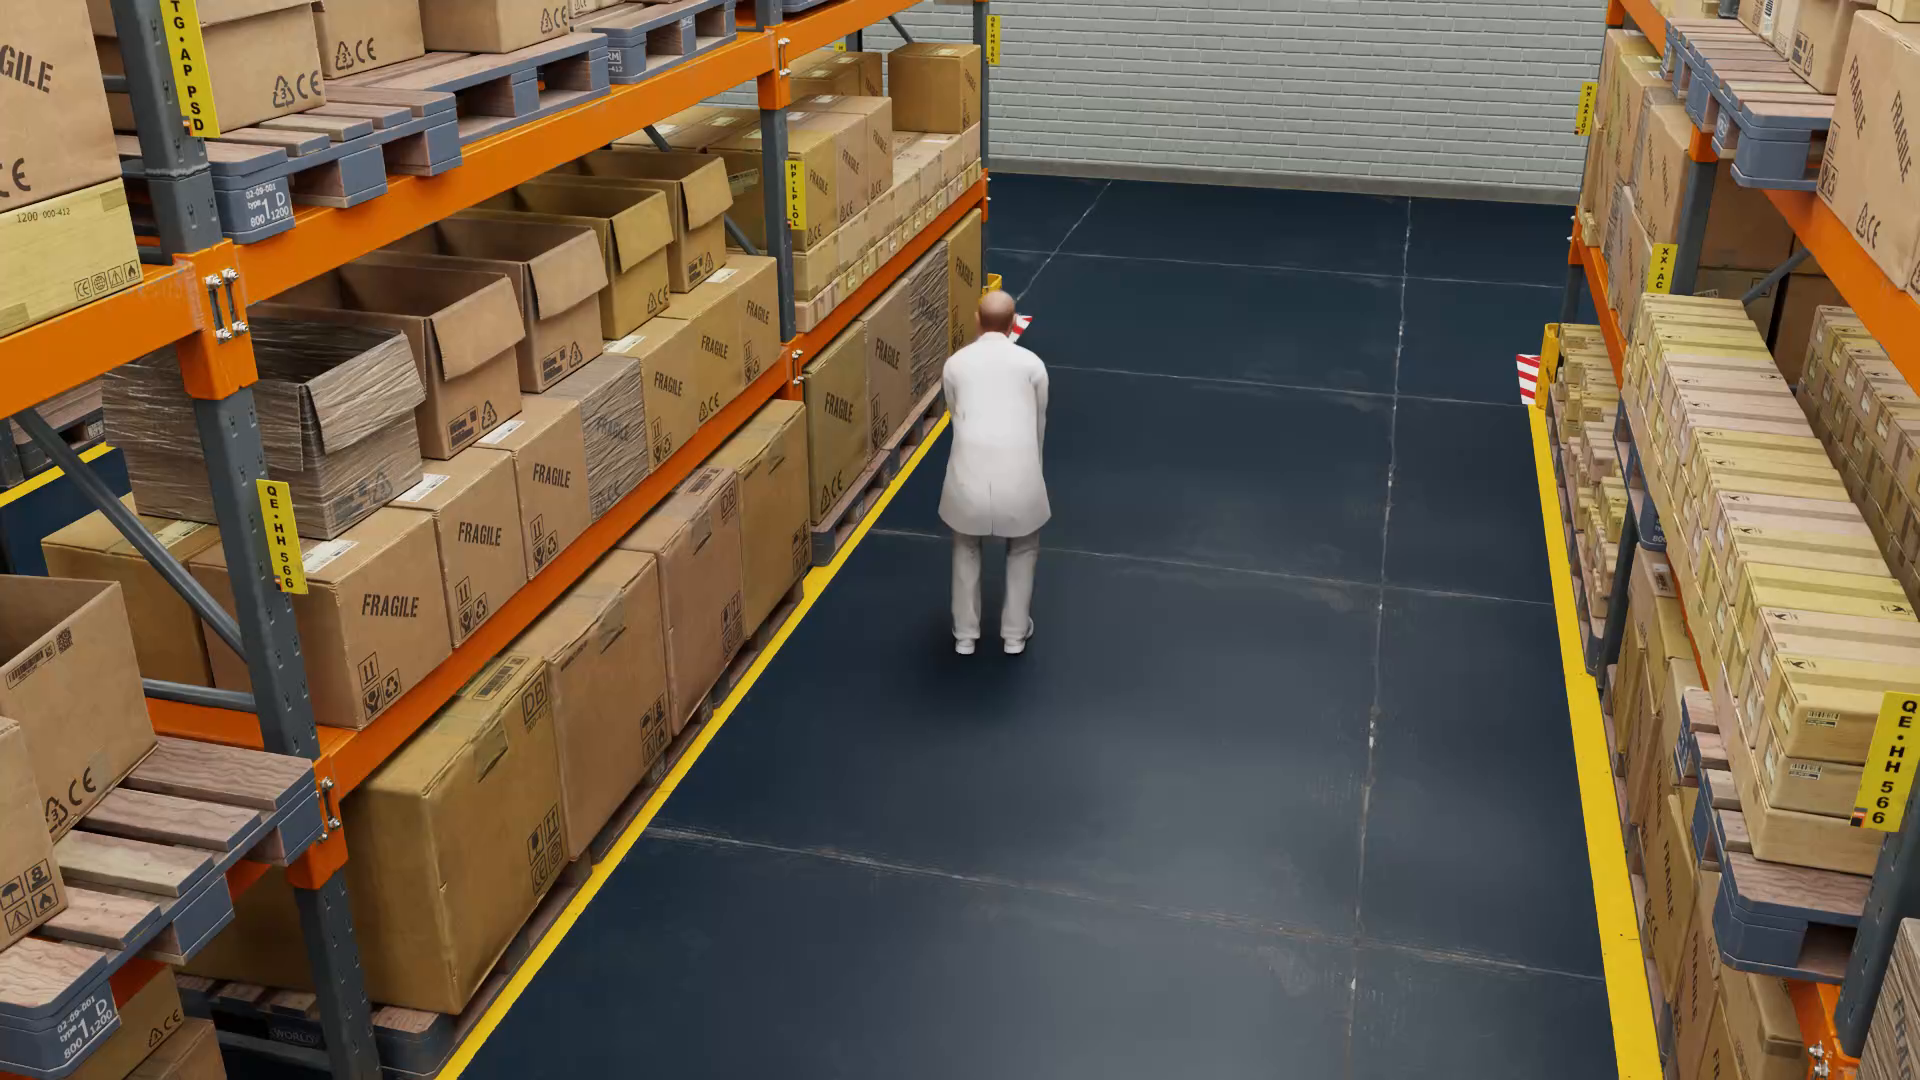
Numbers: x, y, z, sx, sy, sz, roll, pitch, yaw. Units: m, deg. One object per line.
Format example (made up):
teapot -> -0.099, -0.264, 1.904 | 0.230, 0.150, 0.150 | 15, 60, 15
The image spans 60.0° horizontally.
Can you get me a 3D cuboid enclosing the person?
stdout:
person -> 0.175, -0.314, 7.876 | 0.537, 1.720, 0.622 | 3, 25, 7
